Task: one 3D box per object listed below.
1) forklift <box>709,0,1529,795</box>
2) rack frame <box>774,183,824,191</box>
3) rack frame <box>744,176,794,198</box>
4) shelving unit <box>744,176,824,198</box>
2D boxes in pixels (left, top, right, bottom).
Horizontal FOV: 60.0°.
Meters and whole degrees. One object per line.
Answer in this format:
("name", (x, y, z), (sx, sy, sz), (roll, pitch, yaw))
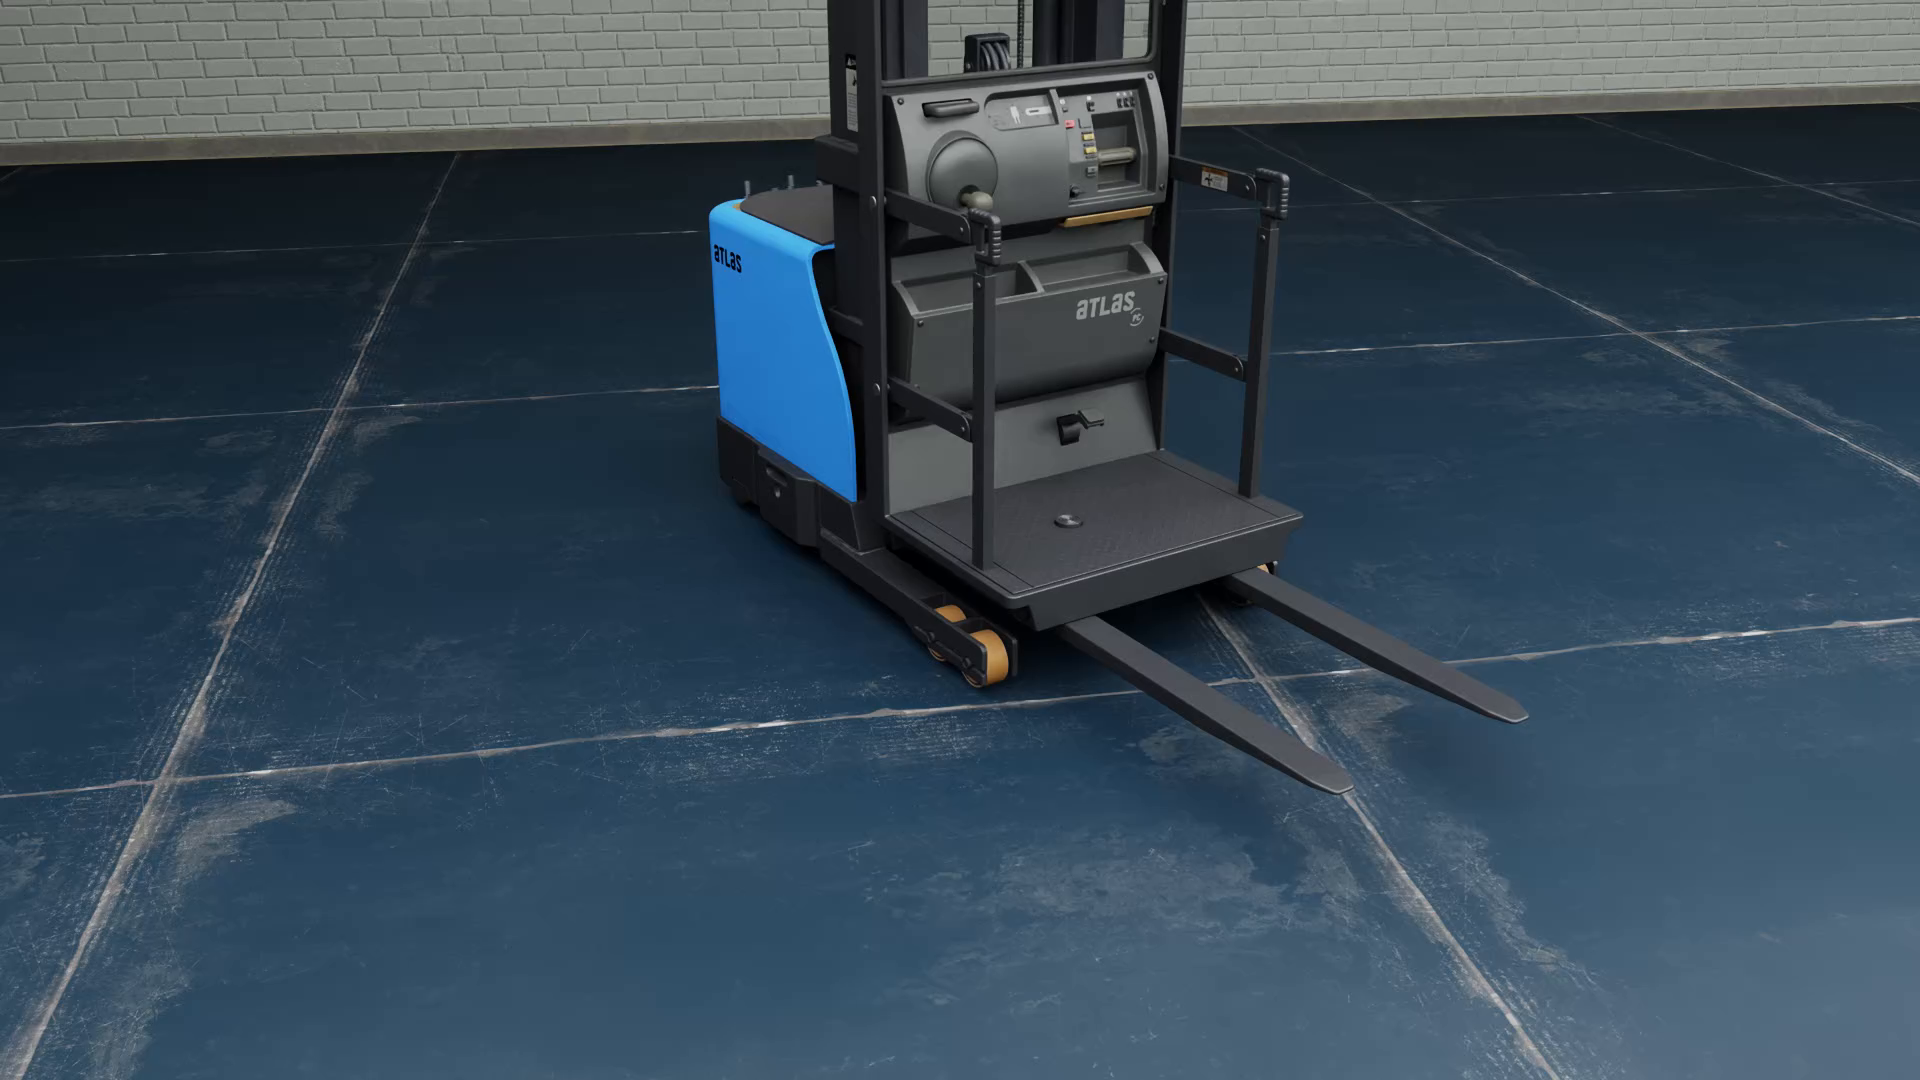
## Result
("forklift", (0.336, -1.134, 4.683), (1.130, 2.935, 3.031), (-14, 27, -30))
("rack frame", (-0.566, -0.796, 6.223), (0.200, 1.050, 0.008), (-15, 24, -30))
("rack frame", (-0.699, -0.863, 6.416), (0.200, 1.050, 0.008), (-15, 24, -30))
("shelving unit", (-0.632, -0.829, 6.320), (0.215, 1.050, 0.252), (-15, 24, -30))
